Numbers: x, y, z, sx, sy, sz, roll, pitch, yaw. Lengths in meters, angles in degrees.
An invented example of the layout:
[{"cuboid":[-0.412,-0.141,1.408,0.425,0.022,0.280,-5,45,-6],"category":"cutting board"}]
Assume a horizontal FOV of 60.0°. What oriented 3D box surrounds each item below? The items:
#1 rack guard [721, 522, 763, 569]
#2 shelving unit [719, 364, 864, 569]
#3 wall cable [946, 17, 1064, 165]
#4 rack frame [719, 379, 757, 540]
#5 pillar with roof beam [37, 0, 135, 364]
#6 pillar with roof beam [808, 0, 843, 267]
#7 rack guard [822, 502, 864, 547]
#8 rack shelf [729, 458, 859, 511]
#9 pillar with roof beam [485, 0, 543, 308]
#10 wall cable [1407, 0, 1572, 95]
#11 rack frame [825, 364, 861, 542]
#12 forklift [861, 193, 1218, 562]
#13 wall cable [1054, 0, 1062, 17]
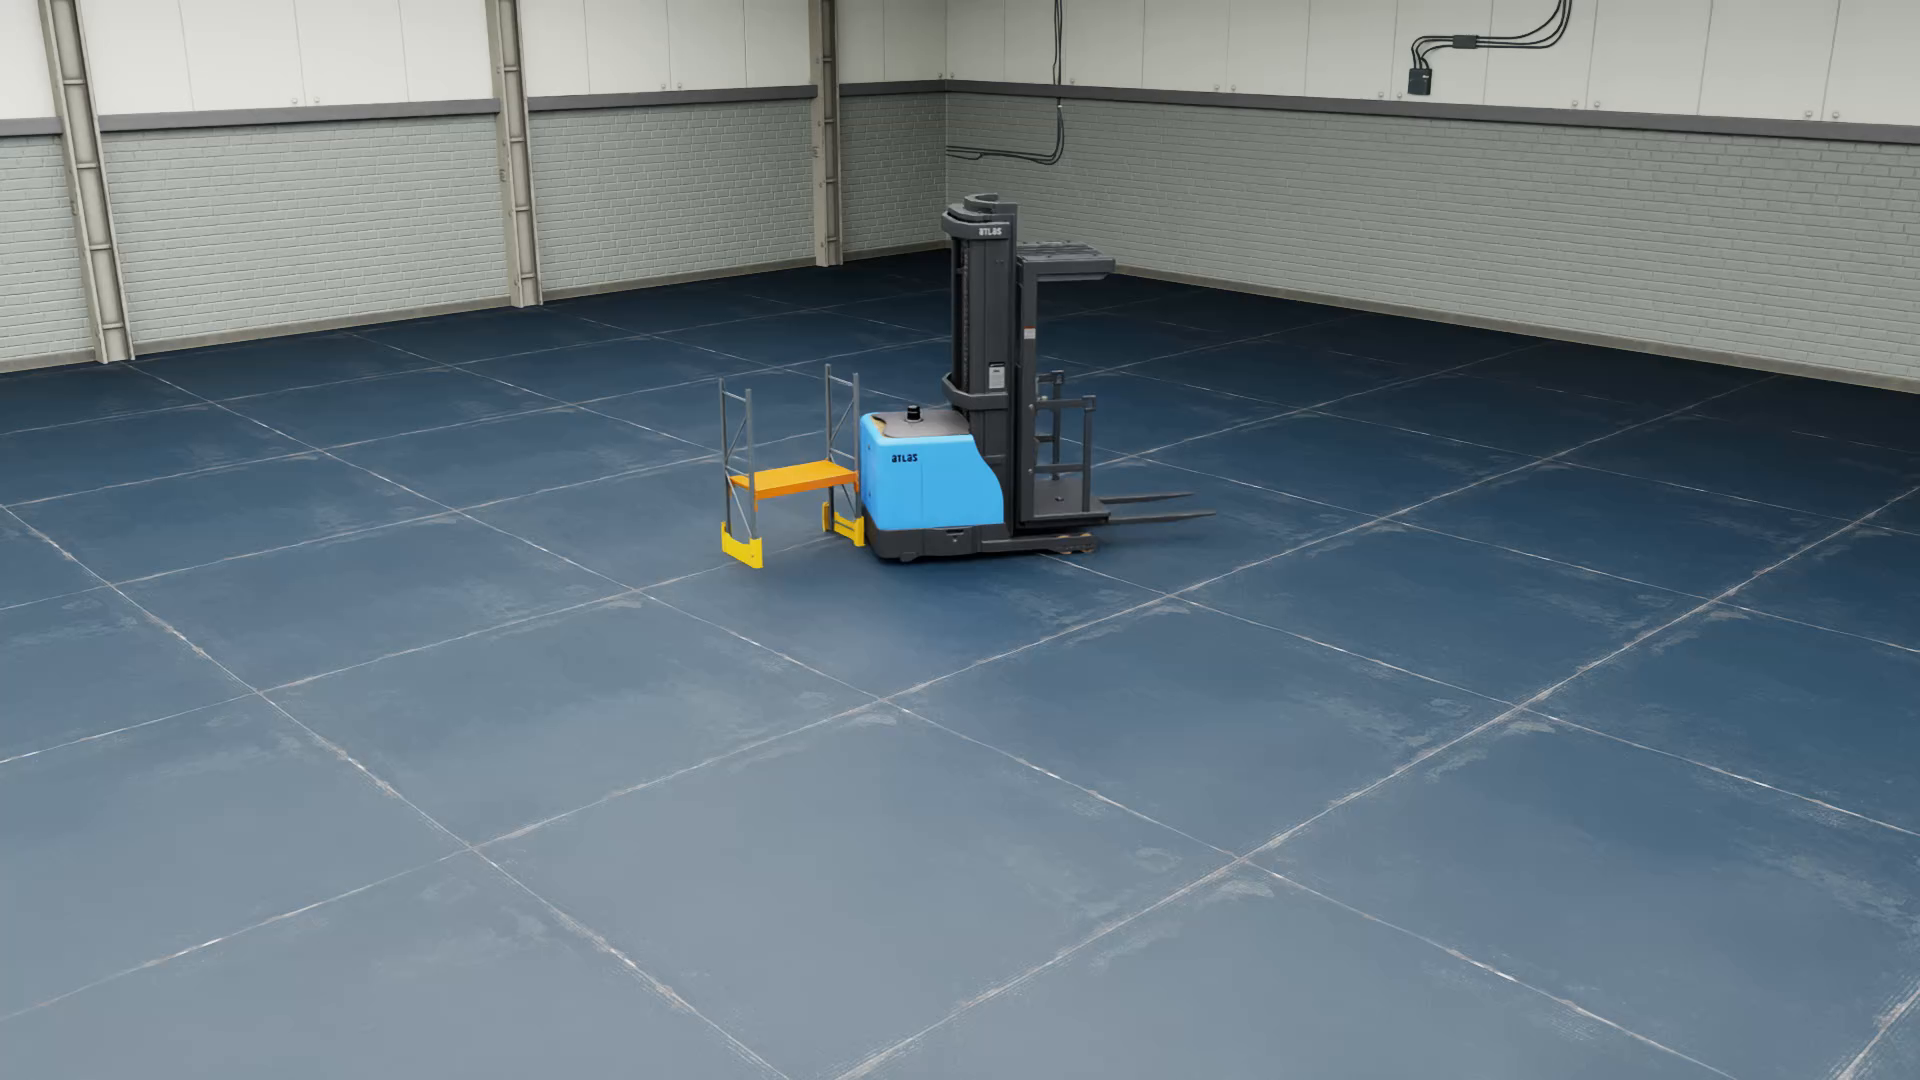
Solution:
[{"cuboid":[-1.833,0.039,13.960,0.087,0.250,0.587,-12,22,-33],"category":"rack guard"},{"cuboid":[-1.427,-0.645,14.041,1.083,1.500,0.587,-12,22,-33],"category":"shelving unit"},{"cuboid":[0.719,-8.034,29.707,0.112,2.526,3.097,-16,24,-41],"category":"wall cable"},{"cuboid":[-1.834,-0.556,13.767,0.032,1.500,0.500,-12,22,-33],"category":"rack frame"},{"cuboid":[-8.092,-5.675,17.398,0.400,9.000,9.100,-16,24,-41],"category":"pillar with roof beam"},{"cuboid":[0.627,-8.218,25.241,0.400,9.000,9.100,-16,24,-41],"category":"pillar with roof beam"},{"cuboid":[-1.020,-0.139,14.507,0.087,0.250,0.587,-12,22,-33],"category":"rack guard"},{"cuboid":[-1.419,-0.475,14.101,1.000,0.185,0.538,-12,22,-33],"category":"rack shelf"},{"cuboid":[-3.732,-6.947,21.319,0.400,9.000,9.100,-16,24,-41],"category":"pillar with roof beam"},{"cuboid":[7.230,-8.998,22.131,0.169,6.003,2.305,-16,24,-41],"category":"wall cable"},{"cuboid":[-1.004,-0.737,14.325,0.032,1.500,0.500,-12,22,-33],"category":"rack frame"},{"cuboid":[0.703,-1.423,14.121,3.031,2.935,1.130,-4,18,-11],"category":"forklift"},{"cuboid":[2.577,-9.830,27.058,0.112,2.526,3.097,-16,24,-41],"category":"wall cable"}]
